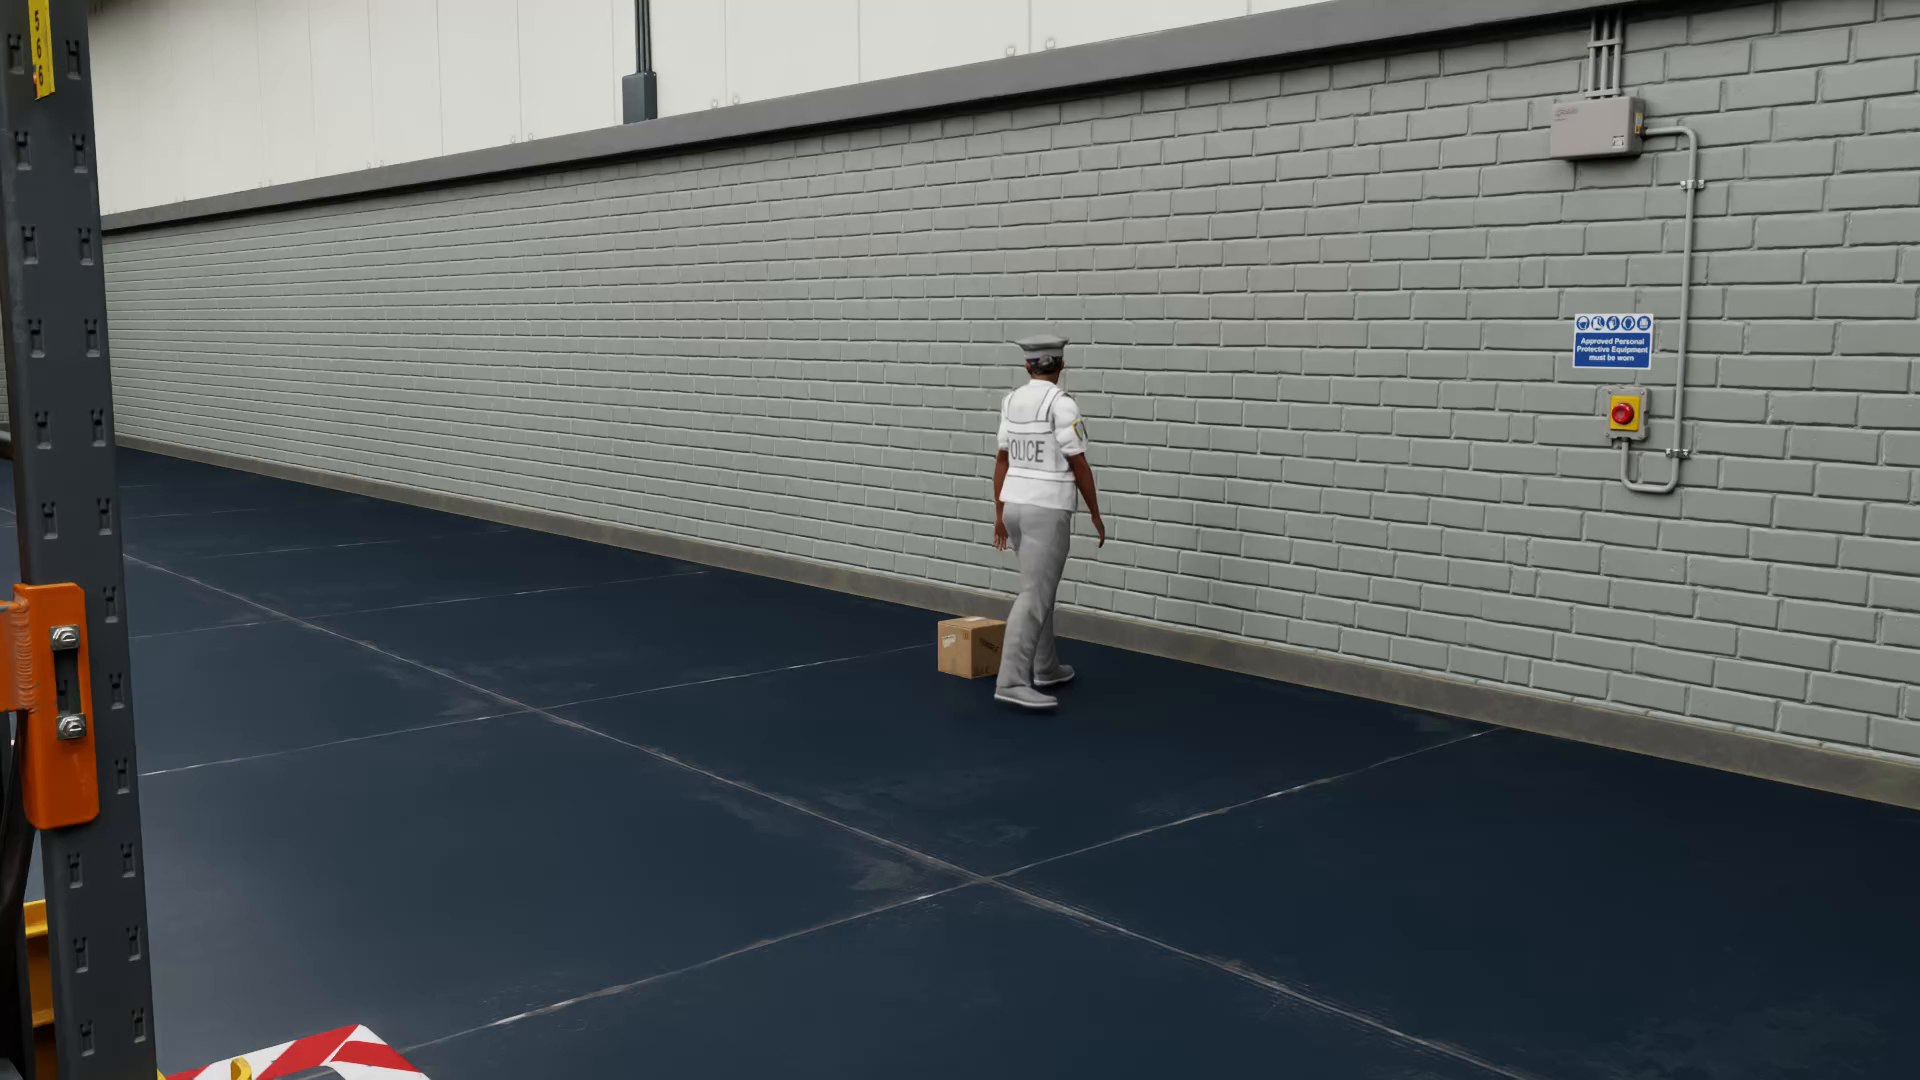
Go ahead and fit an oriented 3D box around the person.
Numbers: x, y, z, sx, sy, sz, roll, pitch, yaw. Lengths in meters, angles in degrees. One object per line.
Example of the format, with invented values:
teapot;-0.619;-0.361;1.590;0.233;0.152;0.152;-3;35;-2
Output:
person;0.391;-0.103;7.501;0.677;1.641;0.613;-5;9;-32
